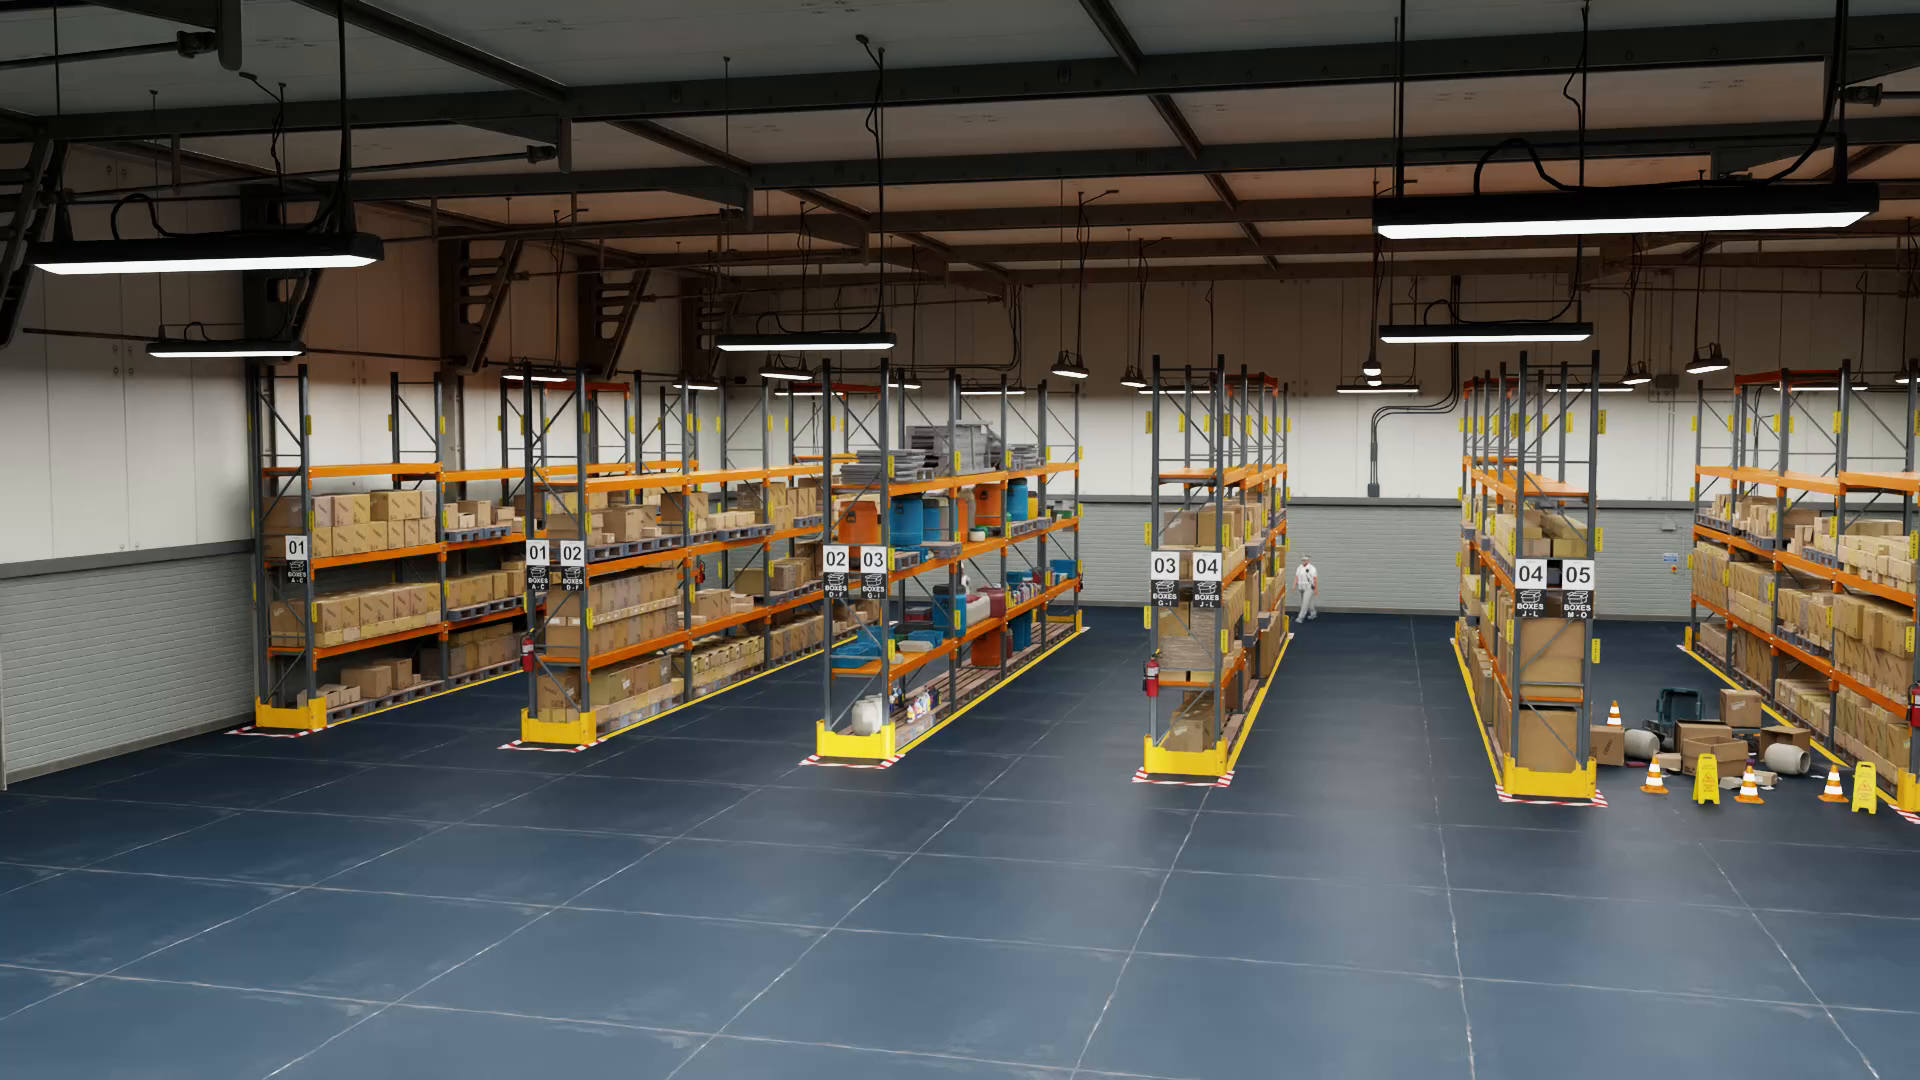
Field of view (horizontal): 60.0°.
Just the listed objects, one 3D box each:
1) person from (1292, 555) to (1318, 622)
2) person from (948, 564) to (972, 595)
[{"bbox_3d":[8.781,1.206,42.275,1.108,1.688,0.559,-3,5,-40],"label":"person"},{"bbox_3d":[-0.036,1.398,39.550,0.567,1.712,1.069,1,4,17],"label":"person"}]
